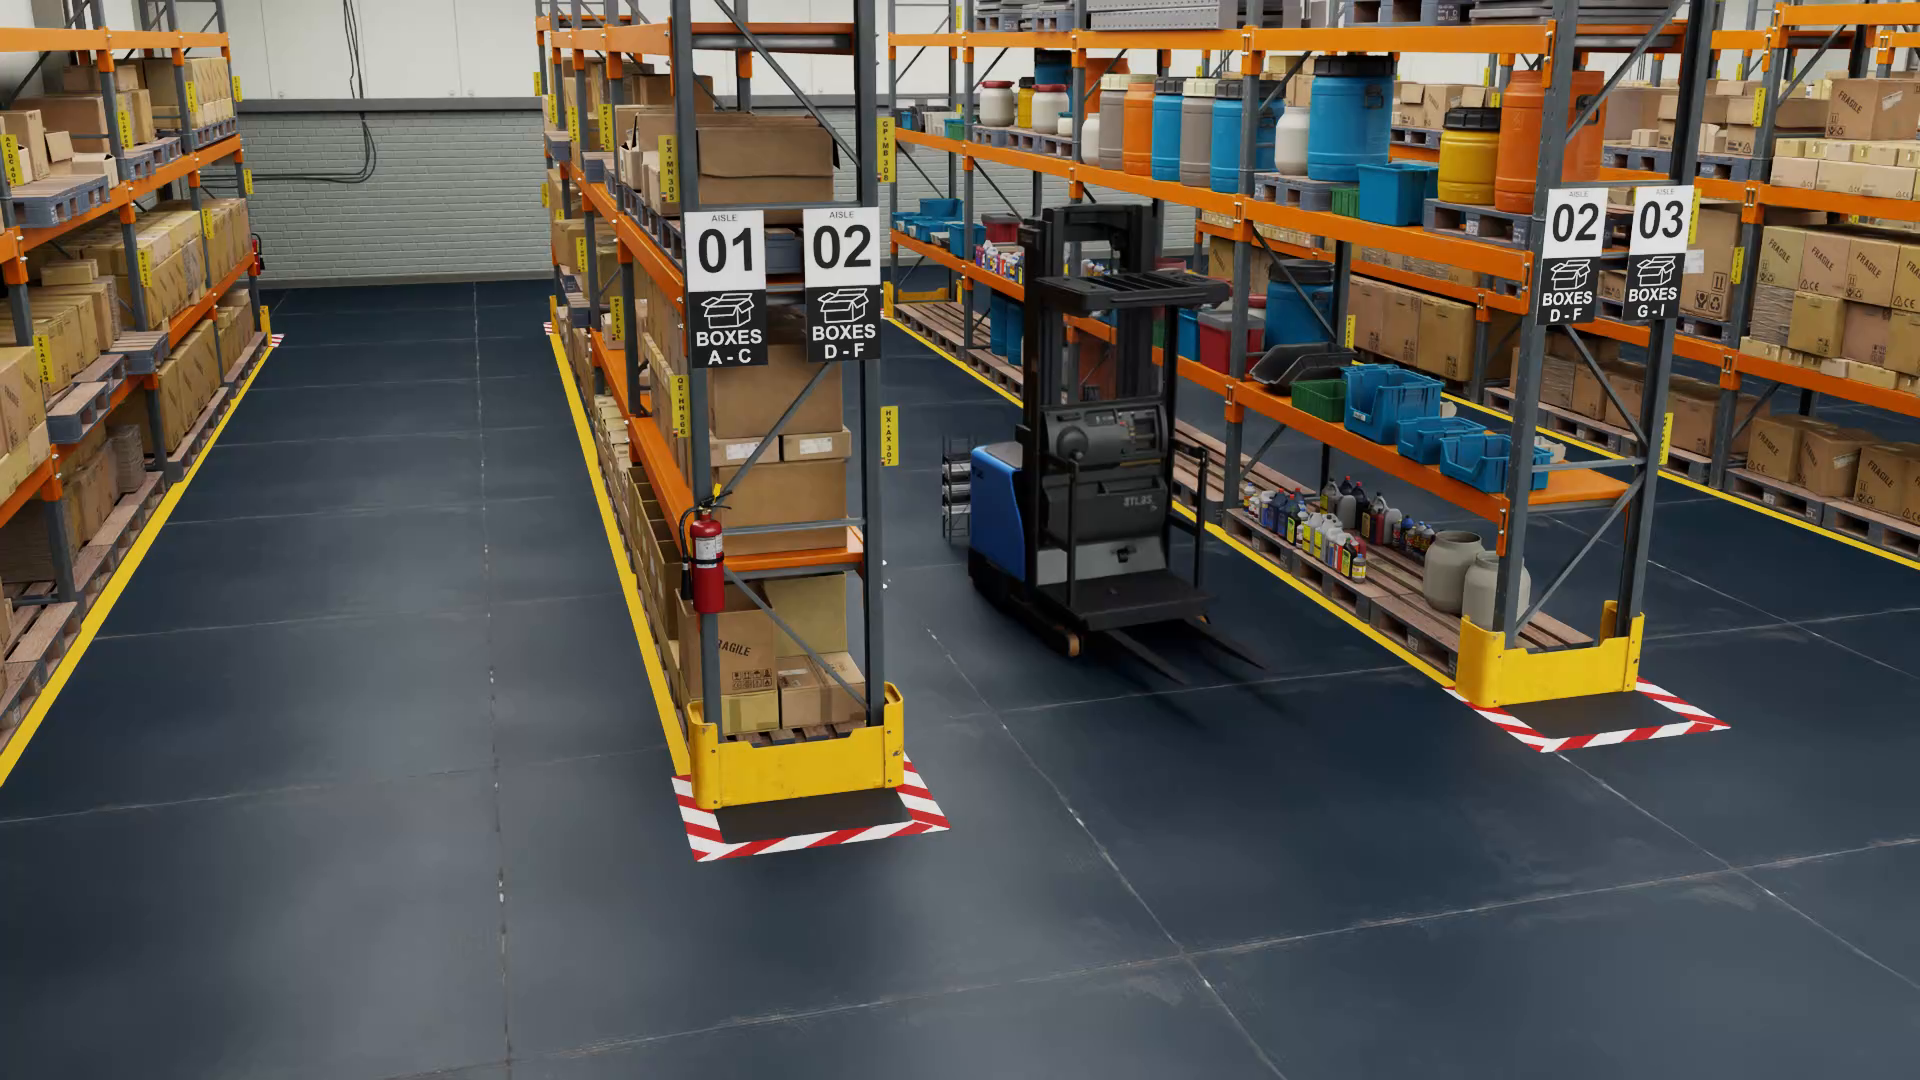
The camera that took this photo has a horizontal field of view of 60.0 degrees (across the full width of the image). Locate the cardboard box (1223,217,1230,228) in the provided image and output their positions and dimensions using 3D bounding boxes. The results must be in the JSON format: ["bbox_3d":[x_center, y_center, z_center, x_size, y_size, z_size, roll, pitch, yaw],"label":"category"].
[{"bbox_3d":[4.207,-4.813,25.199,0.380,0.149,0.250,-5,17,-16],"label":"cardboard box"}]

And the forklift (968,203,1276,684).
[{"bbox_3d":[1.099,-0.745,11.336,1.130,2.935,3.031,-7,18,-22],"label":"forklift"}]

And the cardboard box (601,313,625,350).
[{"bbox_3d":[-3.056,-1.971,15.455,0.500,0.311,0.500,-5,17,-16],"label":"cardboard box"}]

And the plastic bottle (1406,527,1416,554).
[{"bbox_3d":[3.499,-0.001,12.840,0.097,0.201,0.097,0,17,0],"label":"plastic bottle"}]

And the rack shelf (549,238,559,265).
[{"bbox_3d":[-4.765,-3.592,21.946,1.077,0.370,4.000,-5,17,-15],"label":"rack shelf"}]

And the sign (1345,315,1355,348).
[{"bbox_3d":[3.279,-1.734,14.029,0.100,0.325,0.005,-5,17,-15],"label":"sign"}]

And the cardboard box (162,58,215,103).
[{"bbox_3d":[-9.192,-5.461,19.756,0.500,0.500,0.500,-5,17,-15],"label":"cardboard box"}]

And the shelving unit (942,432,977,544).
[{"bbox_3d":[-0.002,-0.433,13.830,0.258,0.900,0.210,-5,17,-15],"label":"shelving unit"}]

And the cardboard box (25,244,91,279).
[{"bbox_3d":[-8.252,-2.548,15.191,0.500,0.250,0.500,-4,17,-14],"label":"cardboard box"}]

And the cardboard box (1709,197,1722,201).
[{"bbox_3d":[10.549,-4.654,22.903,0.380,0.149,0.250,-5,18,-17],"label":"cardboard box"}]

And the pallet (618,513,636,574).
[{"bbox_3d":[-2.257,-0.035,13.703,1.003,0.211,1.213,-5,17,-15],"label":"pallet"}]

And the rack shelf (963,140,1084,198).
[{"bbox_3d":[1.098,-4.312,19.131,1.077,0.370,4.000,-5,17,-15],"label":"rack shelf"}]

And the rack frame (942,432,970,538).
[{"bbox_3d":[-0.030,-0.461,13.924,0.240,0.900,0.006,-5,17,-15],"label":"rack frame"}]

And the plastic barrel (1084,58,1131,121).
[{"bbox_3d":[1.495,-4.668,17.587,0.600,0.830,0.708,-5,17,-15],"label":"plastic barrel"}]

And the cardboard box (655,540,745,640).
[{"bbox_3d":[-1.640,0.293,10.510,0.500,0.500,0.500,-5,17,-15],"label":"cardboard box"}]

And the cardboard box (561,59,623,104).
[{"bbox_3d":[-4.385,-5.478,19.848,0.700,0.500,0.500,-5,17,-15],"label":"cardboard box"}]

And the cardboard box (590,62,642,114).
[{"bbox_3d":[-3.510,-4.643,17.070,0.500,0.500,0.500,-5,17,-15],"label":"cardboard box"}]

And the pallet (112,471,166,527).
[{"bbox_3d":[-7.664,-0.332,14.691,1.003,0.211,1.213,-5,17,-15],"label":"pallet"}]

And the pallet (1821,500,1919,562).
[{"bbox_3d":[8.067,-0.096,13.904,1.003,0.211,1.213,-5,17,-15],"label":"pallet"}]

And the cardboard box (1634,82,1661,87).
[{"bbox_3d":[9.758,-6.389,23.494,0.380,0.149,0.250,-6,18,-18],"label":"cardboard box"}]

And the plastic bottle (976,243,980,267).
[{"bbox_3d":[0.239,-3.583,20.868,0.061,0.283,0.133,-5,17,-15],"label":"plastic bottle"}]

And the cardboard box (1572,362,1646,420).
[{"bbox_3d":[6.941,-1.580,17.578,0.700,0.500,0.500,-3,17,-11],"label":"cardboard box"}]

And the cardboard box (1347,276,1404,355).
[{"bbox_3d":[5.752,-2.926,21.443,1.225,0.875,0.875,-5,18,-17],"label":"cardboard box"}]

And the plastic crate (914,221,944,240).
[{"bbox_3d":[-0.438,-4.370,23.473,0.416,0.233,0.300,-5,17,-15],"label":"plastic crate"}]

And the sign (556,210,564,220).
[{"bbox_3d":[-4.735,-3.753,19.726,0.100,0.325,0.005,-5,17,-15],"label":"sign"}]

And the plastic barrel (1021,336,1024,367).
[{"bbox_3d":[0.946,-2.272,19.897,0.421,0.512,0.421,0,17,0],"label":"plastic barrel"}]

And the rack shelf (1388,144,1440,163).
[{"bbox_3d":[5.860,-4.704,20.435,1.077,0.370,4.000,-5,17,-15],"label":"rack shelf"}]

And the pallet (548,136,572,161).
[{"bbox_3d":[-3.815,-4.257,18.023,1.213,0.211,1.003,-5,17,-15],"label":"pallet"}]

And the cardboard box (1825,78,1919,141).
[{"bbox_3d":[7.878,-3.714,14.330,0.500,0.500,0.500,-5,17,-17],"label":"cardboard box"}]

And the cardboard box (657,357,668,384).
[{"bbox_3d":[-1.847,-1.157,11.287,0.380,0.149,0.250,-5,18,-17],"label":"cardboard box"}]

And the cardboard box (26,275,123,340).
[{"bbox_3d":[-7.739,-2.013,14.502,0.700,0.500,0.500,-7,18,-22],"label":"cardboard box"}]

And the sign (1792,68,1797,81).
[{"bbox_3d":[14.266,-7.917,28.479,0.100,0.325,0.005,-5,17,-15],"label":"sign"}]

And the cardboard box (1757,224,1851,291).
[{"bbox_3d":[7.389,-2.477,14.555,0.500,0.500,0.500,-5,17,-15],"label":"cardboard box"}]

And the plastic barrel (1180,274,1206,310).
[{"bbox_3d":[2.252,-2.337,16.322,0.421,0.512,0.421,0,17,0],"label":"plastic barrel"}]

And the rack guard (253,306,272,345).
[{"bbox_3d":[-10.083,-2.906,22.758,1.175,0.500,0.348,-5,17,-15],"label":"rack guard"}]

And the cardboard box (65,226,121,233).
[{"bbox_3d":[-8.669,-2.974,16.611,0.500,0.250,0.500,-5,17,-17],"label":"cardboard box"}]

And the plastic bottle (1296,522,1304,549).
[{"bbox_3d":[2.677,-0.043,12.980,0.097,0.201,0.097,0,17,0],"label":"plastic bottle"}]

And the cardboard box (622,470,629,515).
[{"bbox_3d":[-2.404,-0.412,13.186,0.500,0.311,0.500,-5,17,-15],"label":"cardboard box"}]

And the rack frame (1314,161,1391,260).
[{"bbox_3d":[5.311,-4.165,22.604,1.000,3.000,0.127,-5,17,-15],"label":"rack frame"}]

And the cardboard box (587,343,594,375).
[{"bbox_3d":[-3.618,-1.905,17.356,0.500,0.250,0.500,-4,17,-13],"label":"cardboard box"}]

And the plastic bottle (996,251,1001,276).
[{"bbox_3d":[0.483,-3.337,20.050,0.061,0.283,0.133,-5,17,-15],"label":"plastic bottle"}]

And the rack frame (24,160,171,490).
[{"bbox_3d":[-7.878,-1.884,15.010,1.000,3.000,0.127,-5,17,-15],"label":"rack frame"}]

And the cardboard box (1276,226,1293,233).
[{"bbox_3d":[4.793,-4.480,23.397,0.500,0.250,0.500,-4,17,-14],"label":"cardboard box"}]

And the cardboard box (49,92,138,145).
[{"bbox_3d":[-8.550,-4.141,16.371,0.700,0.500,0.500,-5,17,-15],"label":"cardboard box"}]

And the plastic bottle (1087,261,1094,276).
[{"bbox_3d":[1.517,-3.105,19.297,0.097,0.271,0.097,0,17,0],"label":"plastic bottle"}]

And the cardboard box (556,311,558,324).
[{"bbox_3d":[-5.461,-3.131,23.322,0.380,0.166,0.250,-5,17,-15],"label":"cardboard box"}]

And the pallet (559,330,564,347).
[{"bbox_3d":[-5.073,-2.912,23.281,1.003,0.211,1.213,-5,17,-15],"label":"pallet"}]

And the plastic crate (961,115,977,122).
[{"bbox_3d":[-0.005,-5.965,23.750,0.450,0.188,0.336,-5,17,-15],"label":"plastic crate"}]

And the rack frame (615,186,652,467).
[{"bbox_3d":[-2.017,-1.170,12.634,1.000,3.000,0.127,-5,17,-15],"label":"rack frame"}]

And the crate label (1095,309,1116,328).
[{"bbox_3d":[1.661,-2.388,16.626,0.502,0.435,0.616,-5,17,-15],"label":"crate label"}]

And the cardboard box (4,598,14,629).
[{"bbox_3d":[-6.603,0.514,11.186,0.380,0.166,0.250,-7,18,-22],"label":"cardboard box"}]

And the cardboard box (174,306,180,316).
[{"bbox_3d":[-8.243,-2.379,17.061,0.380,0.149,0.250,-4,17,-14],"label":"cardboard box"}]

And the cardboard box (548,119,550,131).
[{"bbox_3d":[-5.010,-5.277,21.351,0.500,0.250,0.500,-5,17,-15],"label":"cardboard box"}]

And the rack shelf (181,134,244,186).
[{"bbox_3d":[-9.527,-4.636,20.207,1.077,0.370,4.000,-5,17,-15],"label":"rack shelf"}]

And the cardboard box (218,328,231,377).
[{"bbox_3d":[-9.084,-2.209,19.708,0.700,0.500,0.500,-4,17,-15],"label":"cardboard box"}]

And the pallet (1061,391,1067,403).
[{"bbox_3d":[1.391,-1.547,18.734,1.003,0.211,1.213,-5,17,-15],"label":"pallet"}]

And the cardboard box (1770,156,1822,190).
[{"bbox_3d":[7.387,-3.172,14.346,0.500,0.250,0.500,-5,18,-17],"label":"cardboard box"}]
